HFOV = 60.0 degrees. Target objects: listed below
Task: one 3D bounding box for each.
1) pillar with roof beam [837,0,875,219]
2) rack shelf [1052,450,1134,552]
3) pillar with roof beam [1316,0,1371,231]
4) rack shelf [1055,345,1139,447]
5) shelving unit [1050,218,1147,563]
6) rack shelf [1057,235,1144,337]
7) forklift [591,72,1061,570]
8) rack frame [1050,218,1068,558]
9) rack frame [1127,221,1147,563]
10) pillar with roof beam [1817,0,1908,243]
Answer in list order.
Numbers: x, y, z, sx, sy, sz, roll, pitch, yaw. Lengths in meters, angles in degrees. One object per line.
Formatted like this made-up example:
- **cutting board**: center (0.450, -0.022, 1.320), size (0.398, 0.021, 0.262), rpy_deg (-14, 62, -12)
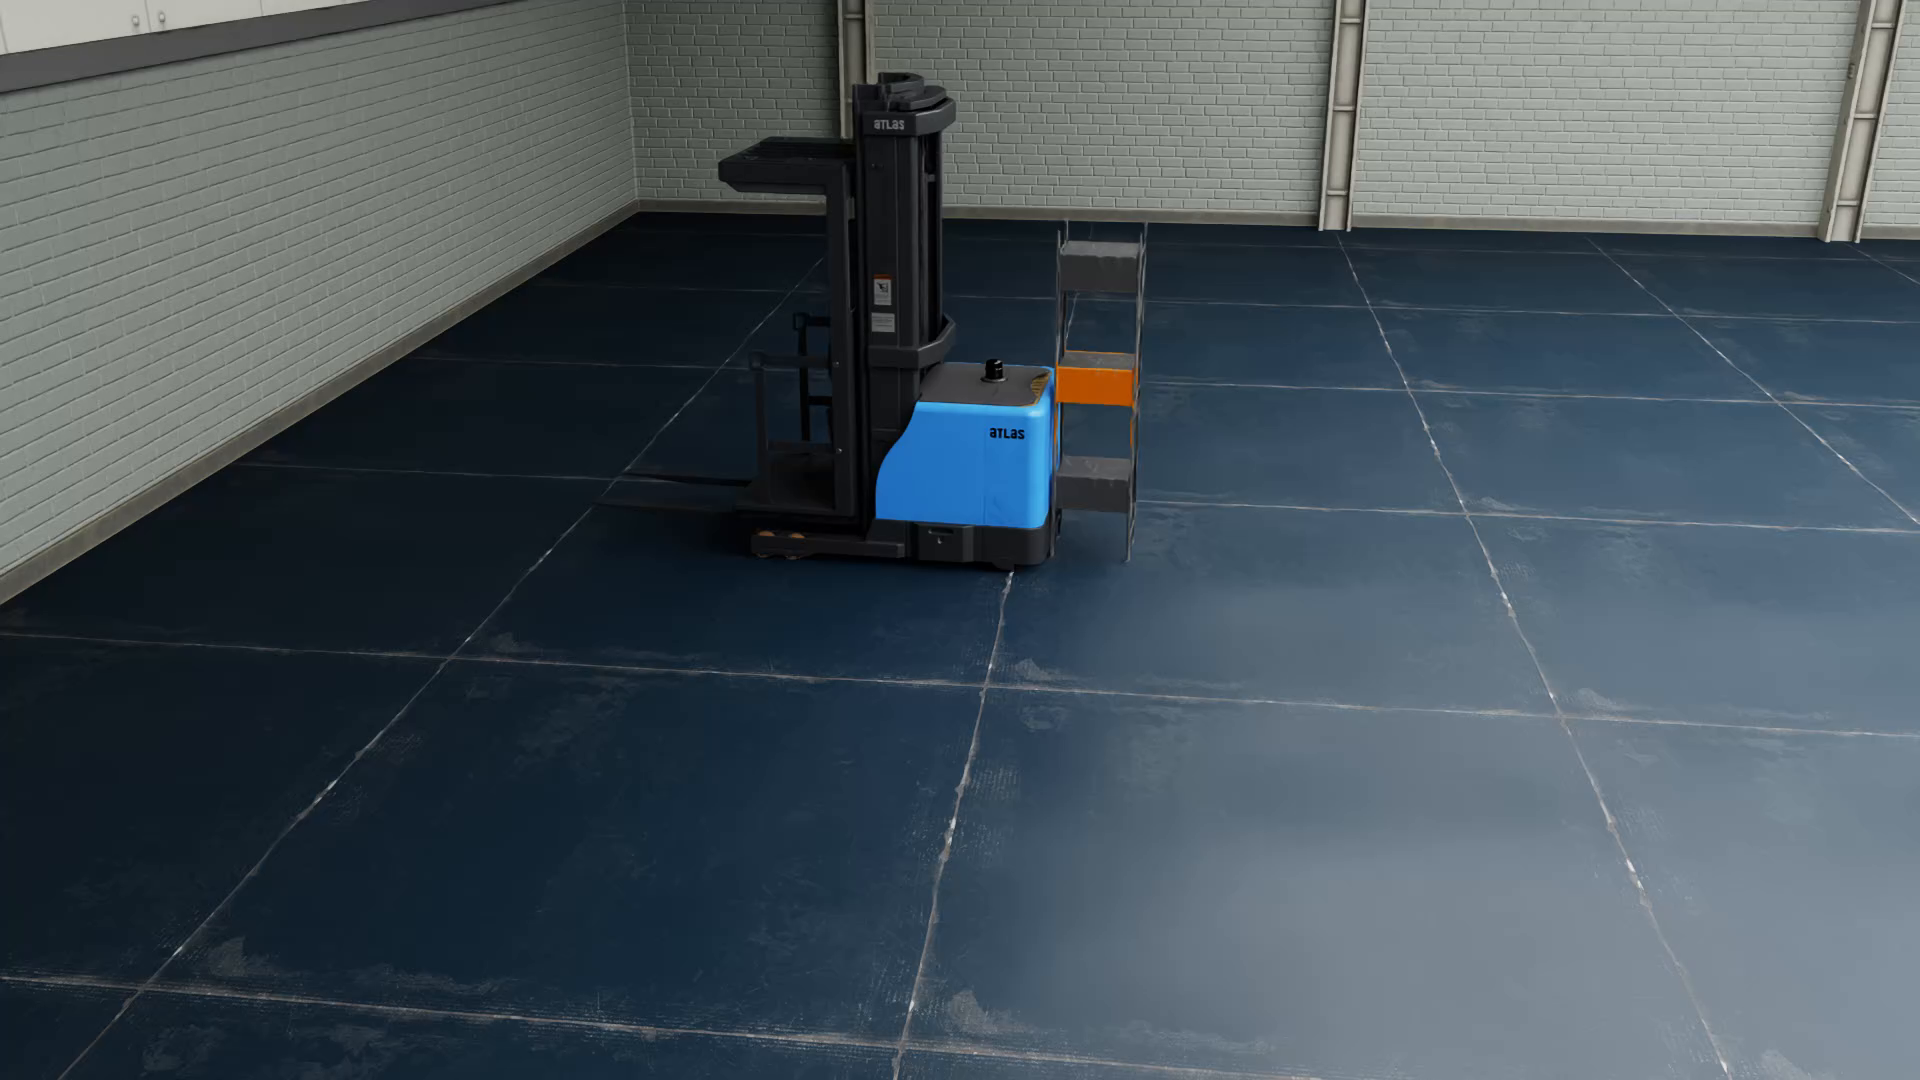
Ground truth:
- **pillar with roof beam**: center (-1.796, -6.768, 15.818), size (0.400, 9.000, 9.100), rpy_deg (2, 22, 6)
- **rack shelf**: center (0.863, -0.255, 10.670), size (0.480, 0.518, 0.431), rpy_deg (4, 22, 10)
- **pillar with roof beam**: center (4.163, -6.508, 15.162), size (0.400, 9.000, 9.100), rpy_deg (2, 22, 6)
- **rack shelf**: center (0.863, -0.906, 10.413), size (0.480, 0.518, 0.431), rpy_deg (4, 22, 10)
- **shelving unit**: center (0.863, -0.919, 10.408), size (0.503, 2.100, 0.431), rpy_deg (4, 22, 10)
- **rack shelf**: center (0.863, -1.557, 10.156), size (0.480, 0.518, 0.431), rpy_deg (4, 22, 10)
- **forklift**: center (-0.882, -1.423, 10.552), size (3.031, 2.935, 1.130), rpy_deg (4, 22, 10)
- **rack frame**: center (0.623, -0.935, 10.449), size (0.015, 2.100, 0.400), rpy_deg (4, 22, 10)
- **rack frame**: center (1.103, -0.903, 10.367), size (0.015, 2.100, 0.400), rpy_deg (4, 22, 10)
- **pillar with roof beam**: center (10.121, -6.248, 14.505), size (0.400, 9.000, 9.100), rpy_deg (2, 22, 6)
